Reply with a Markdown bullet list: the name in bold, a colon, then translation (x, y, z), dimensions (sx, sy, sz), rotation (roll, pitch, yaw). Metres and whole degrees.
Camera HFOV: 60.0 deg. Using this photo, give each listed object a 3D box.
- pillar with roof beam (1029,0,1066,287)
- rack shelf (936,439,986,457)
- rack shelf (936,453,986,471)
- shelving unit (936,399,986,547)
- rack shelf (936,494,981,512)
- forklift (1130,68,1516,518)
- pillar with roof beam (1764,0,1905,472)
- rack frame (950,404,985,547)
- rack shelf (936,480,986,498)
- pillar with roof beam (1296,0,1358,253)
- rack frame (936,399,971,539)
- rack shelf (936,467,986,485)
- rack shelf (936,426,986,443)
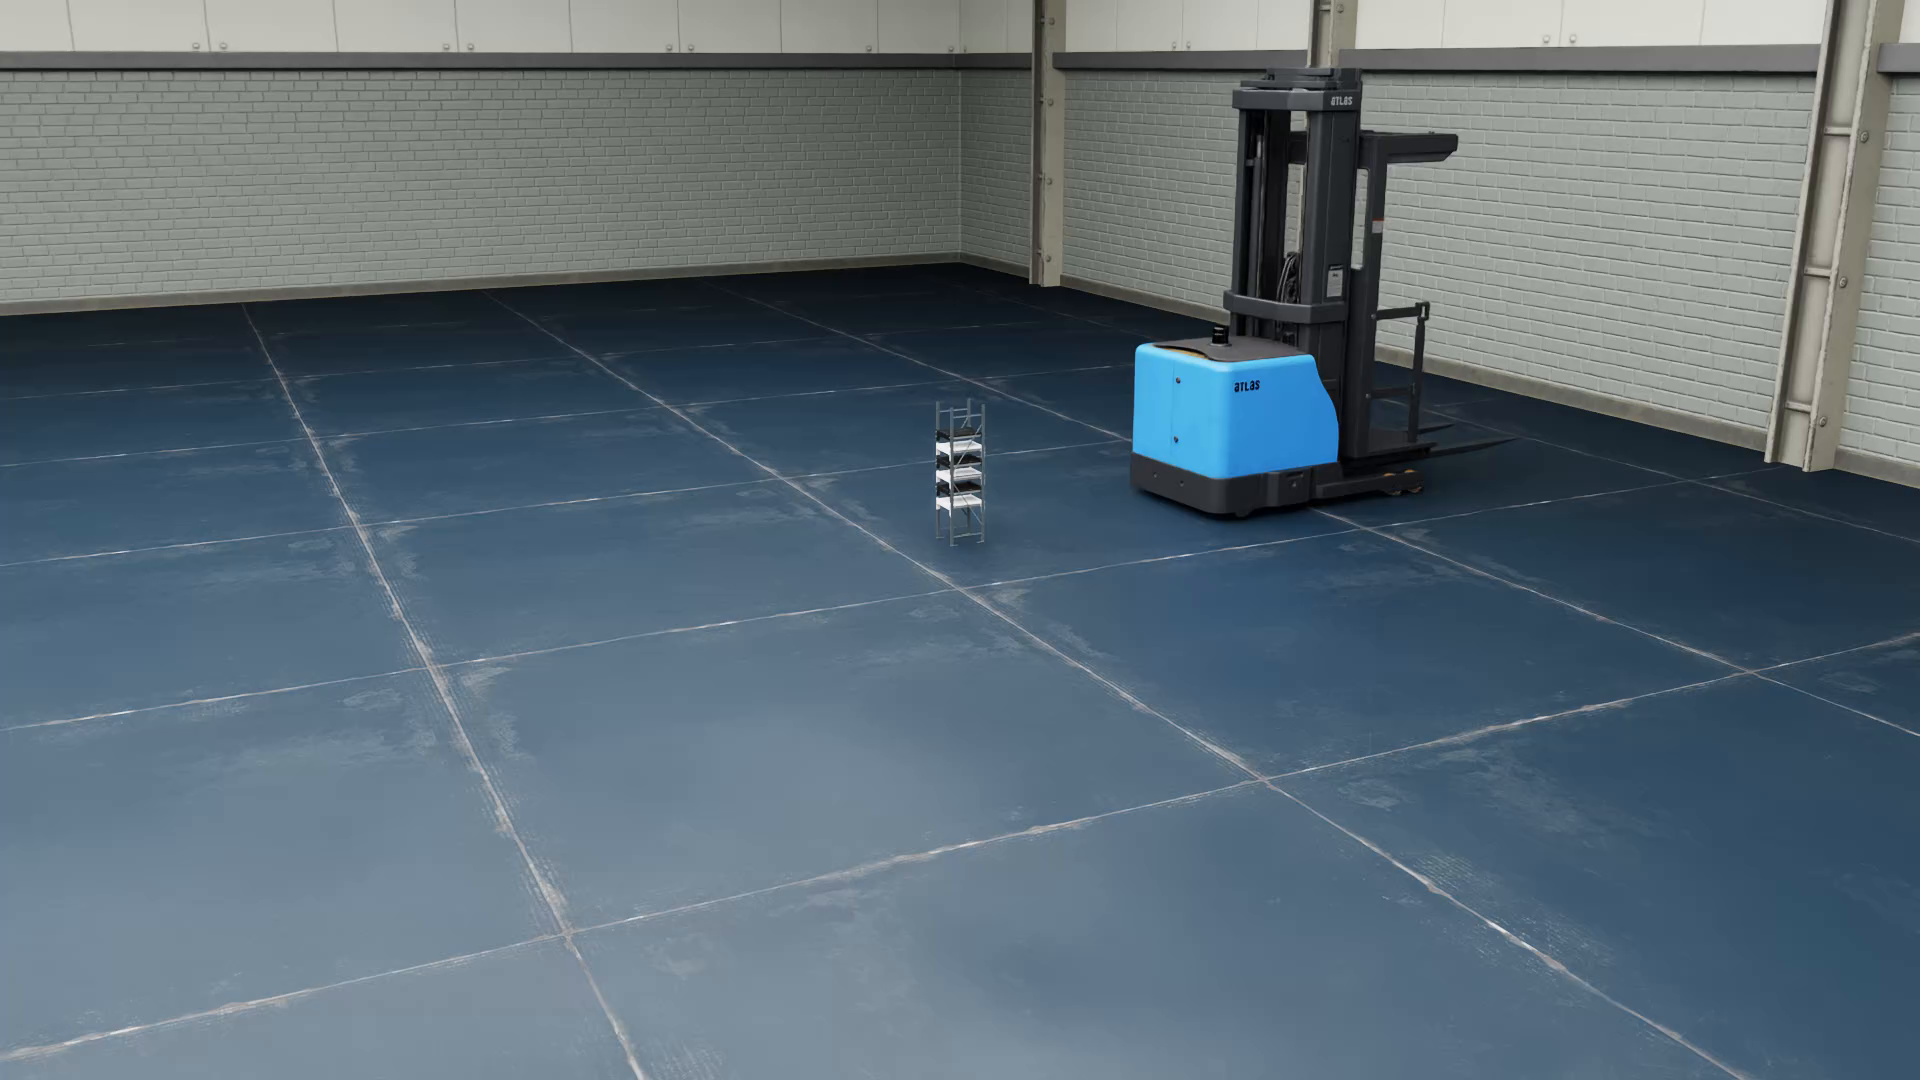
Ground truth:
- **pillar with roof beam**: translation (-2.680, -7.361, 20.086), dimensions (9.100, 9.000, 0.400), rotation (-8, 18, -25)
- **rack shelf**: translation (0.004, -0.572, 10.579), dimensions (0.258, 0.077, 0.200), rotation (-8, 18, -25)
- **rack shelf**: translation (0.004, -0.485, 10.604), dimensions (0.258, 0.077, 0.200), rotation (-8, 18, -25)
- **shelving unit**: translation (0.004, -0.431, 10.620), dimensions (0.258, 0.900, 0.210), rotation (-8, 18, -25)
- **rack shelf**: translation (0.004, -0.225, 10.678), dimensions (0.258, 0.077, 0.200), rotation (-8, 18, -25)
- **forklift**: translation (2.748, -1.837, 11.838), dimensions (3.031, 2.935, 1.130), rotation (-9, 18, -29)
- **pillar with roof beam**: translation (2.577, -4.385, 9.717), dimensions (9.100, 9.000, 0.400), rotation (-8, 18, -25)
- **rack frame**: translation (0.048, -0.405, 10.532), dimensions (0.240, 0.900, 0.006), rotation (-8, 18, -25)
- **rack shelf**: translation (0.004, -0.312, 10.654), dimensions (0.258, 0.077, 0.200), rotation (-8, 18, -25)
- **pillar with roof beam**: translation (-0.052, -5.873, 14.902), dimensions (9.100, 9.000, 0.400), rotation (-8, 18, -25)
- **rack frame**: translation (-0.041, -0.456, 10.707), dimensions (0.240, 0.900, 0.006), rotation (-8, 18, -25)
- **rack shelf**: translation (0.004, -0.398, 10.629), dimensions (0.258, 0.077, 0.200), rotation (-8, 18, -25)
- **rack shelf**: translation (0.004, -0.658, 10.554), dimensions (0.258, 0.077, 0.200), rotation (-8, 18, -25)
